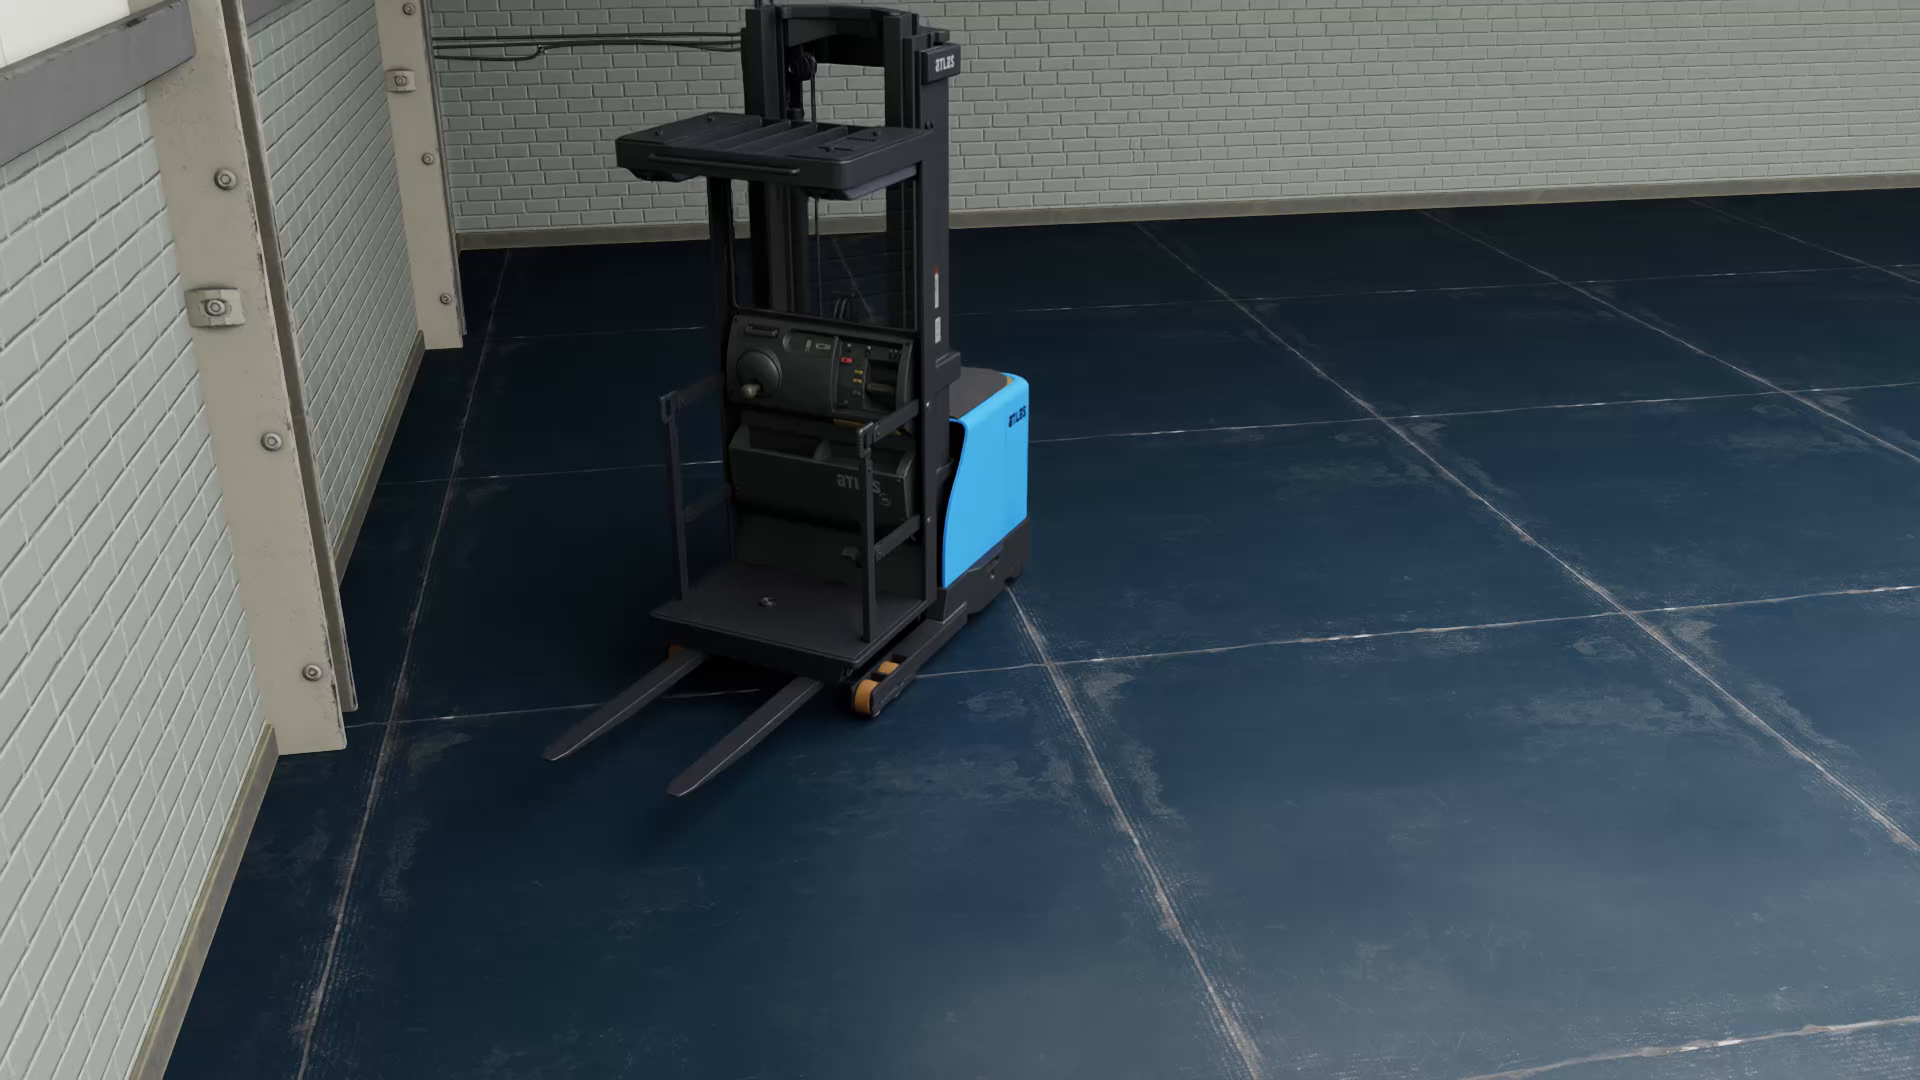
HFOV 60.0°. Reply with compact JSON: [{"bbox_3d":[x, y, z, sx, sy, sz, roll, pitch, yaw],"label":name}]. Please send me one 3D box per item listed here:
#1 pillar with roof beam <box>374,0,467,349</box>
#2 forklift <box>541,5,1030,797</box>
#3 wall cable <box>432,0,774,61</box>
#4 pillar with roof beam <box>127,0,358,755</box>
[{"bbox_3d":[0.277,-5.966,11.668,9.100,9.000,0.400,-4,24,-10],"label":"pillar with roof beam"},{"bbox_3d":[-0.729,-0.752,7.310,1.130,2.935,3.031,11,26,23],"label":"forklift"},{"bbox_3d":[-3.199,-5.481,14.437,3.097,2.526,0.112,-4,24,-10],"label":"wall cable"},{"bbox_3d":[1.386,-3.606,6.264,9.100,9.000,0.400,-4,24,-10],"label":"pillar with roof beam"}]
